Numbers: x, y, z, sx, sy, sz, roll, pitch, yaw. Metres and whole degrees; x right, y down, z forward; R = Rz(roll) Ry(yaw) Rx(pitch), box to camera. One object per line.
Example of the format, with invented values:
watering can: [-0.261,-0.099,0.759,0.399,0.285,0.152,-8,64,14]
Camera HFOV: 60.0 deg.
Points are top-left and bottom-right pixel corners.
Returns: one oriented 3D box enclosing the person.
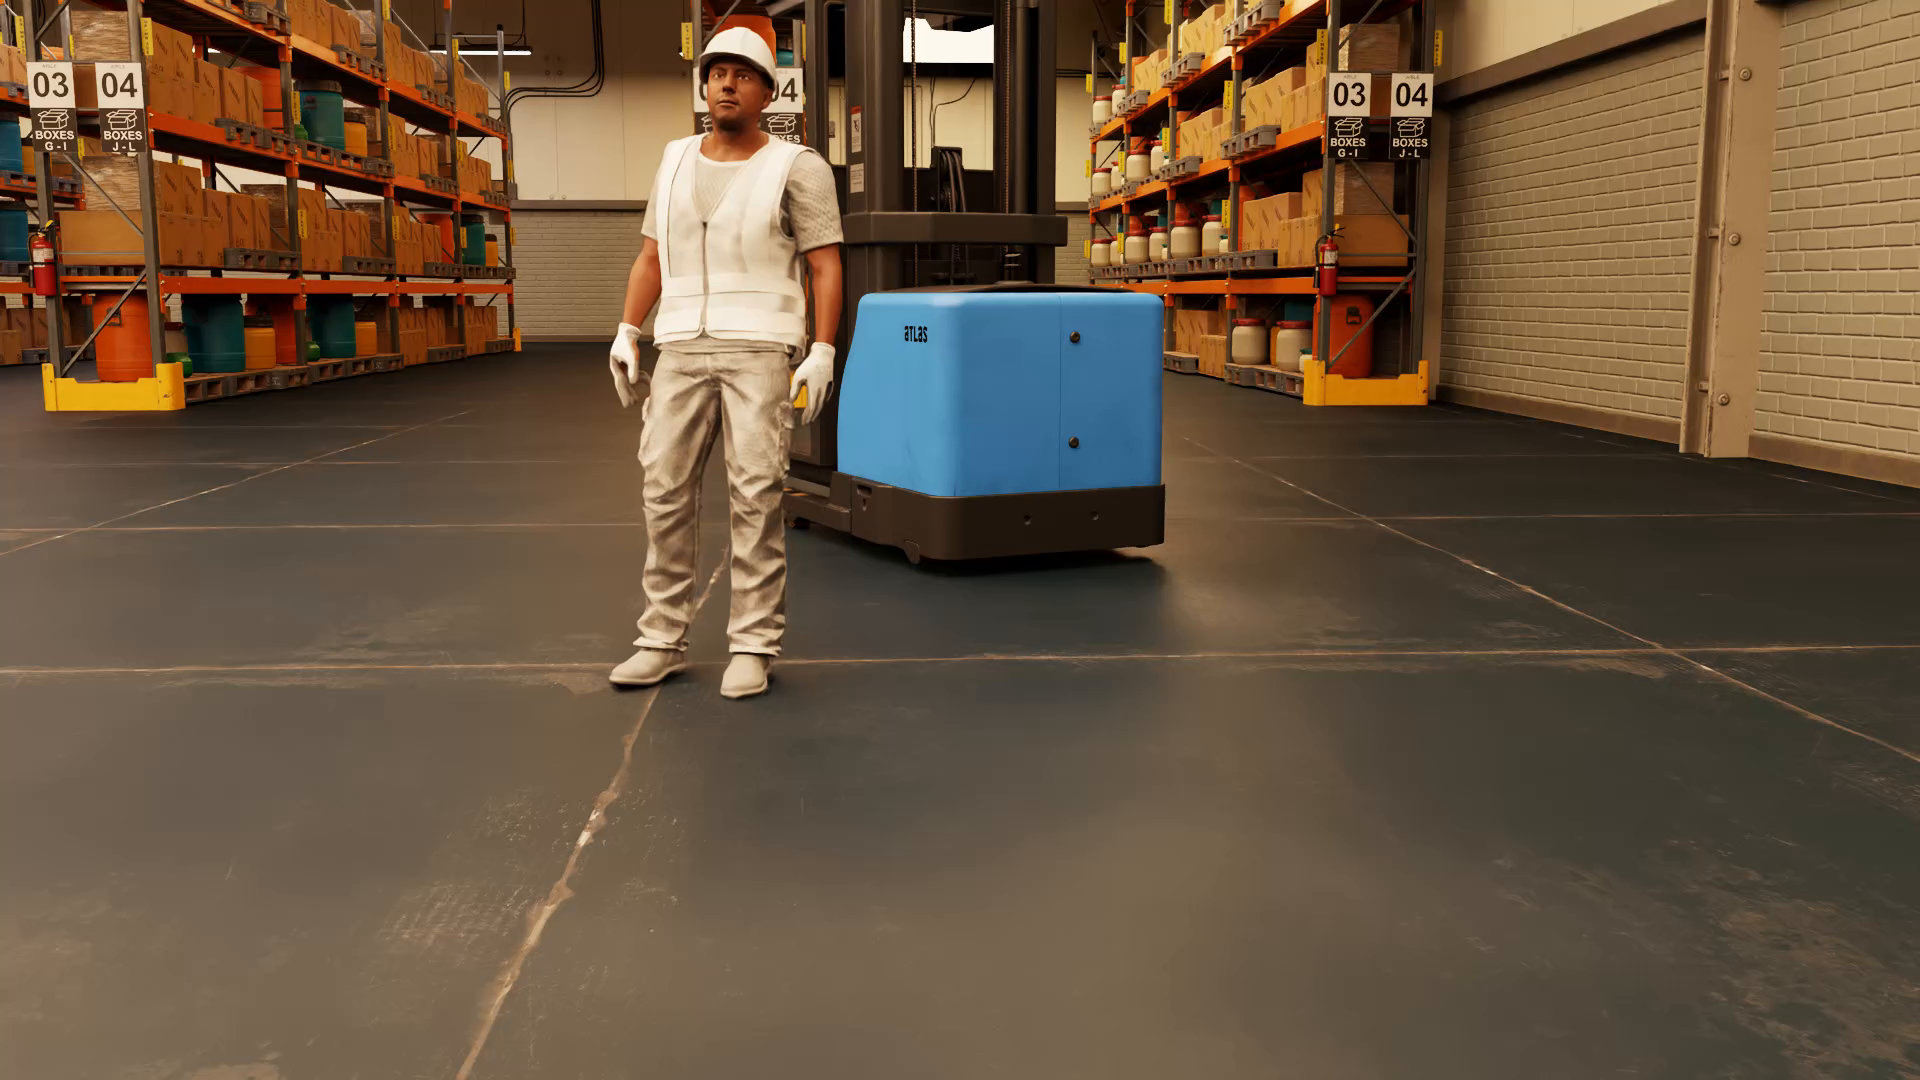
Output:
person: [-0.663,-0.491,4.566,0.650,1.795,0.503,3,9,17]

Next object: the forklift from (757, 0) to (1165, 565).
forklift: [-0.264,-1.530,7.637,1.130,2.935,3.031,-4,9,-25]
